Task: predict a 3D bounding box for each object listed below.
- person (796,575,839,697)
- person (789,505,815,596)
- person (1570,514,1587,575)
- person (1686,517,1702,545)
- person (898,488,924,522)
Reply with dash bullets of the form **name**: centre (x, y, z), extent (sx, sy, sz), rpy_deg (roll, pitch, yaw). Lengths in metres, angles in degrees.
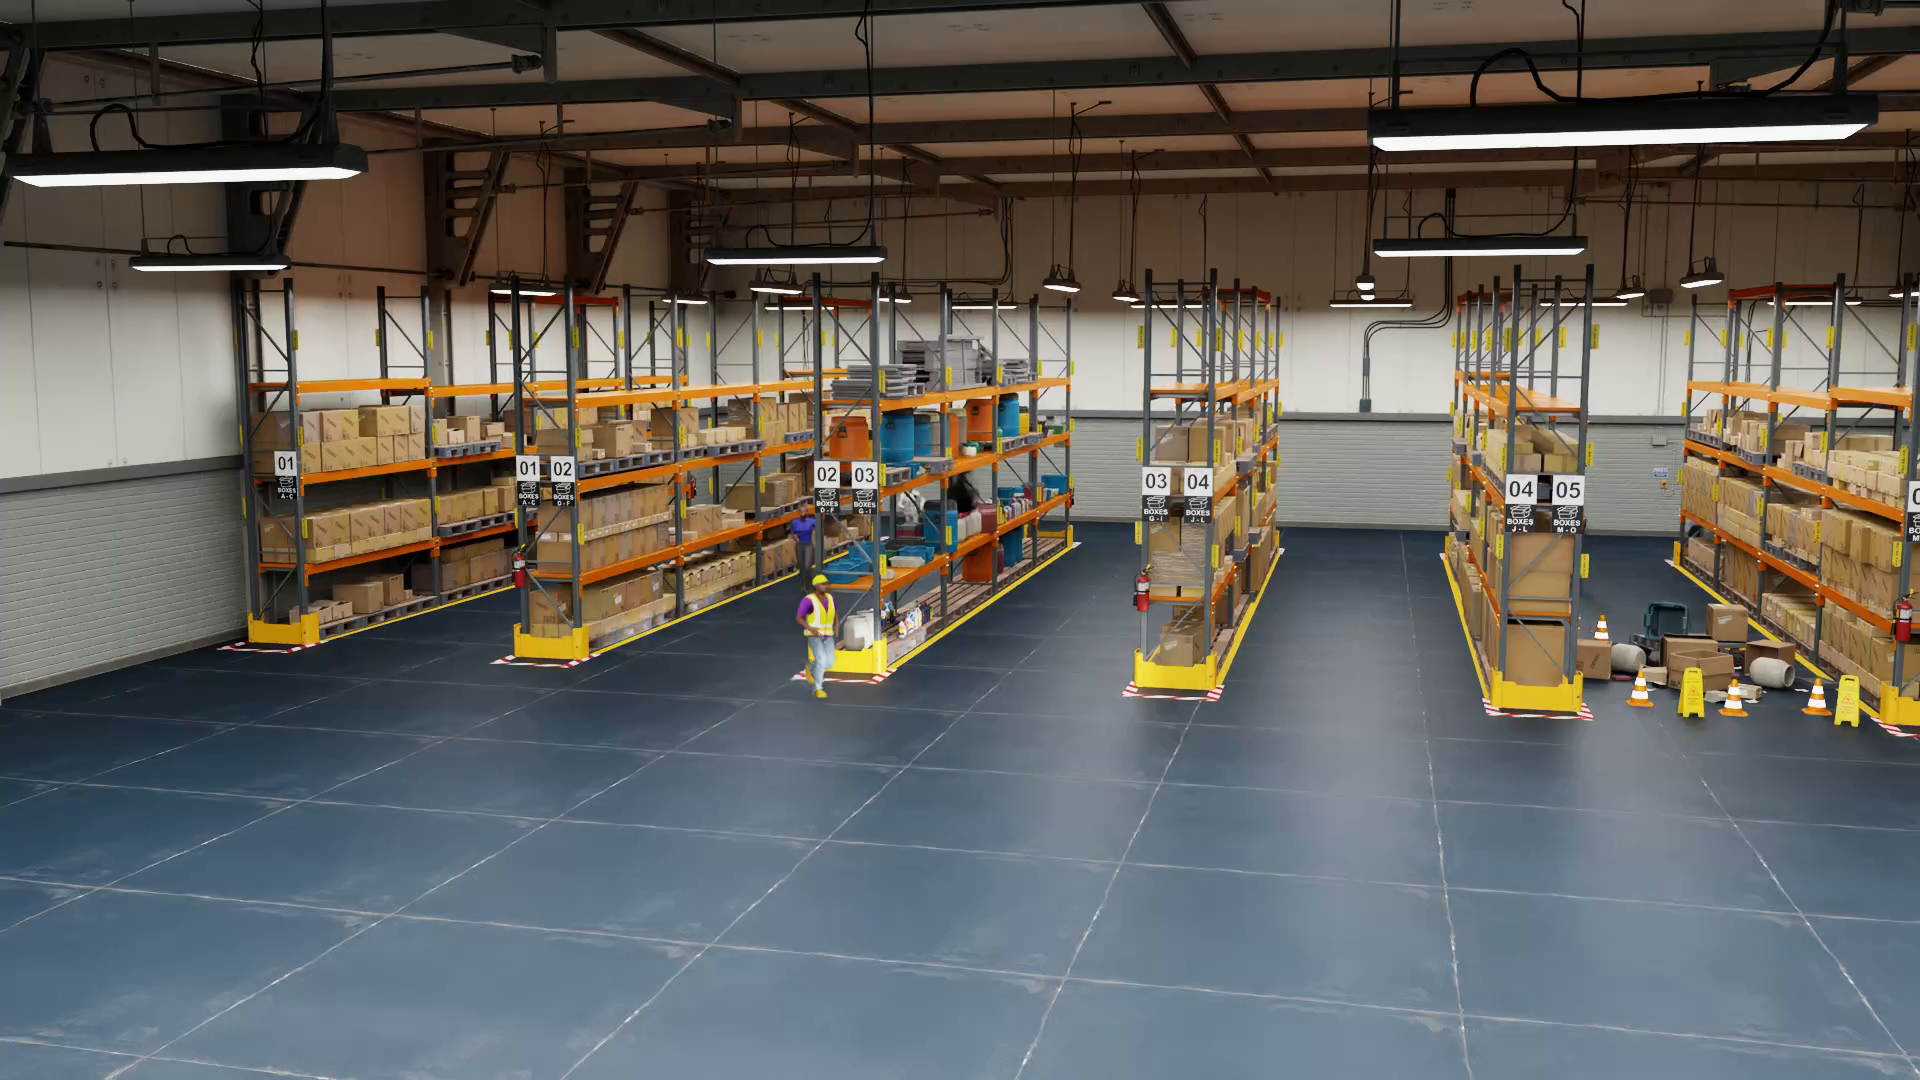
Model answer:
- **person**: centre (-2.018, 1.342, 23.578), extent (0.728, 1.728, 0.631), rpy_deg (-6, 9, -43)
- **person**: centre (-2.873, 0.244, 30.841), extent (0.589, 1.753, 0.705), rpy_deg (1, 7, 8)
- **person**: centre (12.617, -0.021, 34.639), extent (0.666, 1.819, 0.888), rpy_deg (0, 7, 3)
- **person**: centre (16.990, -0.354, 38.265), extent (0.816, 1.565, 0.580), rpy_deg (6, 9, 43)
- **person**: centre (-1.164, -0.584, 39.719), extent (0.588, 1.717, 0.896), rpy_deg (1, 7, 10)
